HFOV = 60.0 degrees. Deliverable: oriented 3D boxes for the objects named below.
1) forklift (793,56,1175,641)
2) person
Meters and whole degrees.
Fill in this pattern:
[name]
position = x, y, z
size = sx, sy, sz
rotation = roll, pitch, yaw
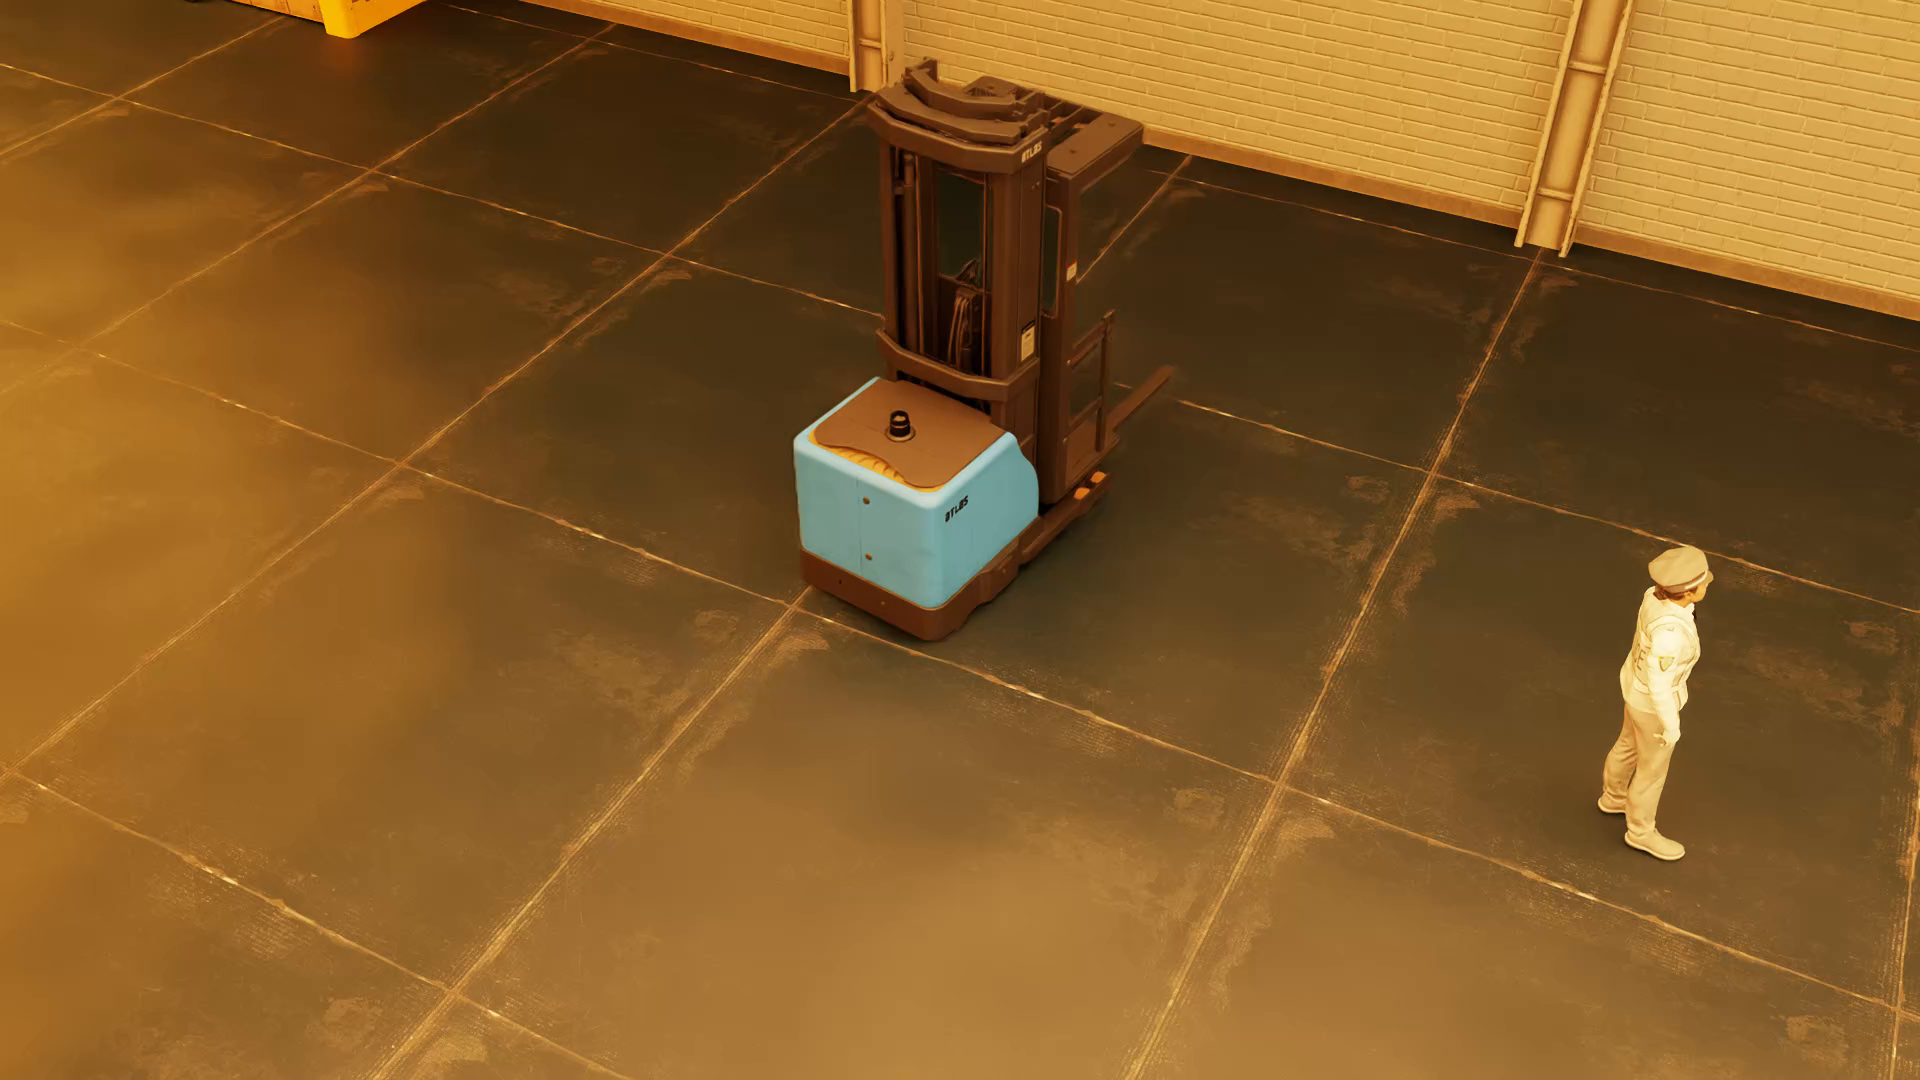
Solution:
[forklift]
position = 0.314, -1.455, 9.714
size = 1.130, 2.935, 3.031
rotation = 25, 46, 26
[person]
position = 3.423, 0.755, 8.039
size = 0.531, 1.694, 0.587
rotation = 7, 41, 8
